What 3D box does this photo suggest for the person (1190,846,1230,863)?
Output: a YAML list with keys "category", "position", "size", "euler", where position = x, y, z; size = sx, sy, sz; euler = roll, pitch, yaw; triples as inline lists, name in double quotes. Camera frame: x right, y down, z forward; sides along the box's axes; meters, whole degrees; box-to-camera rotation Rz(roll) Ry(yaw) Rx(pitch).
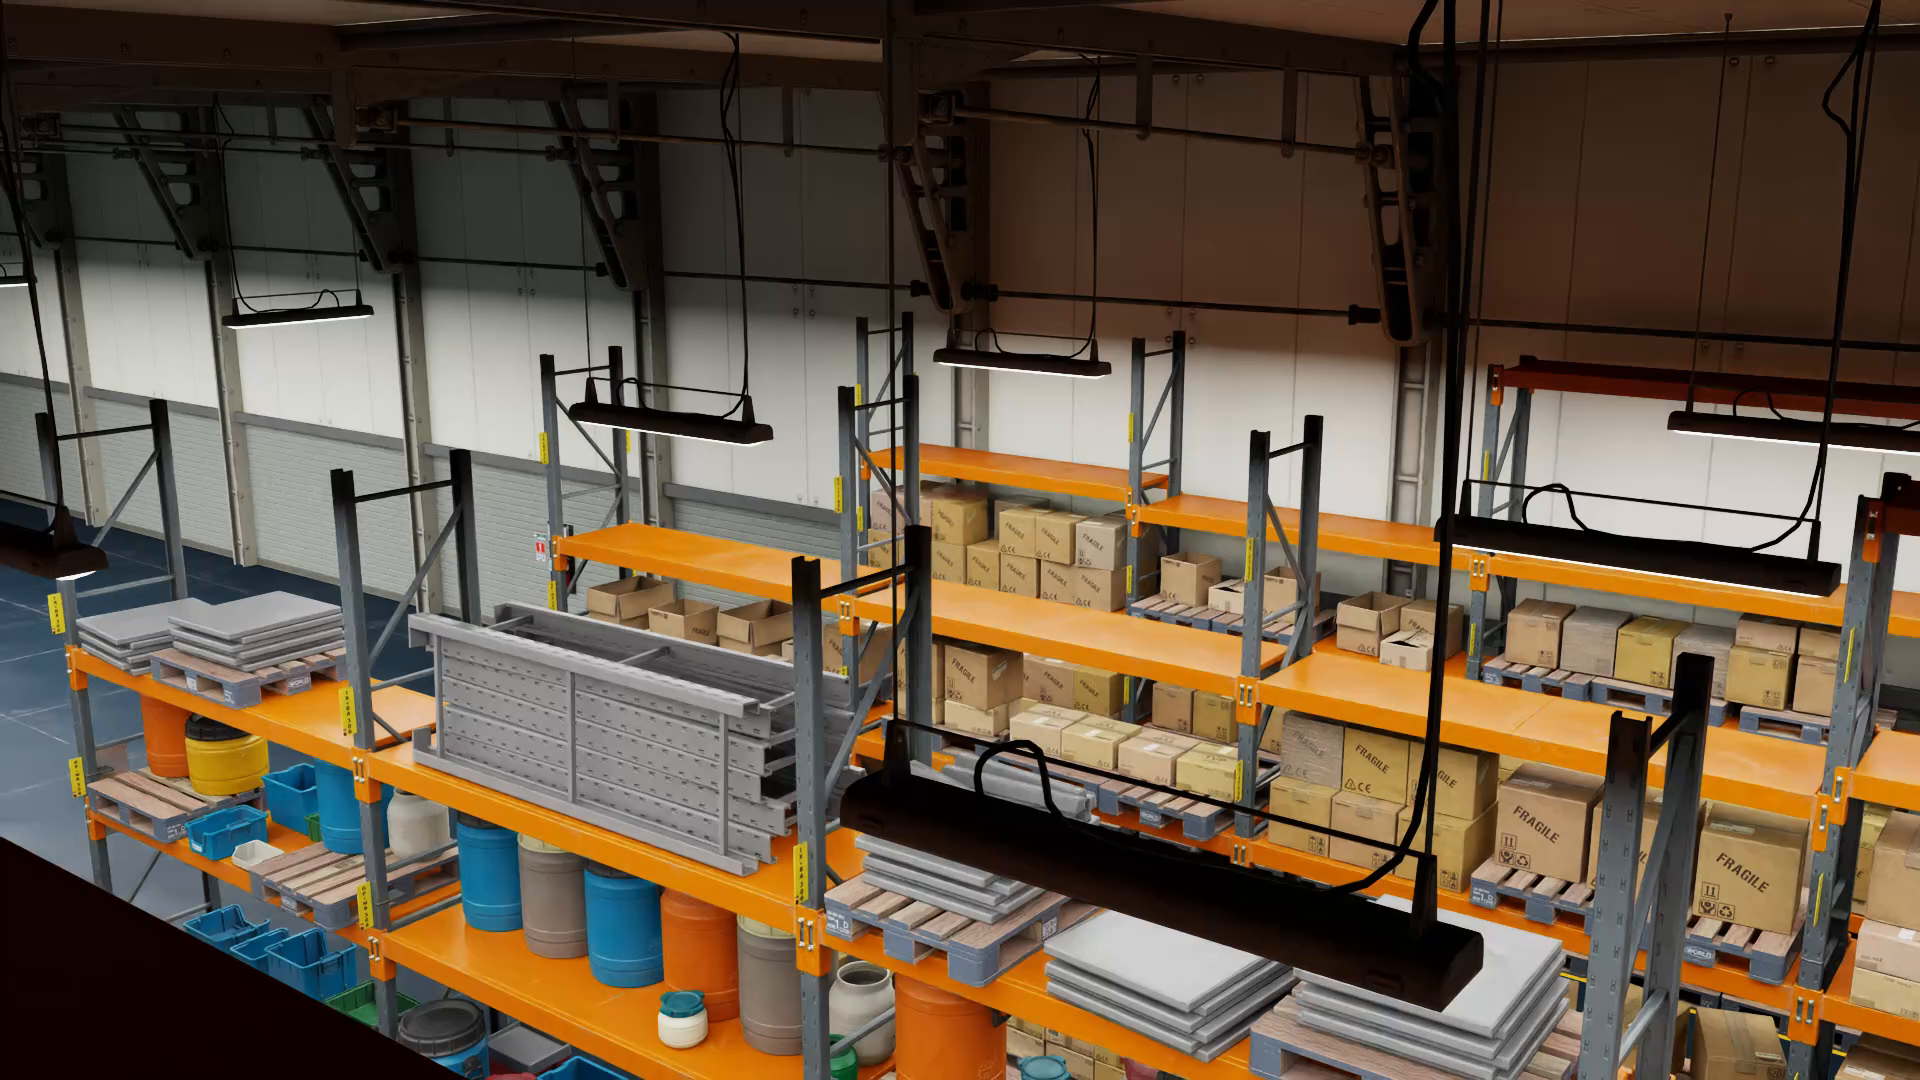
- category: "person"
  position: [2.538, 3.349, 17.063]
  size: [1.080, 1.661, 0.549]
  euler: [7, 15, 27]
